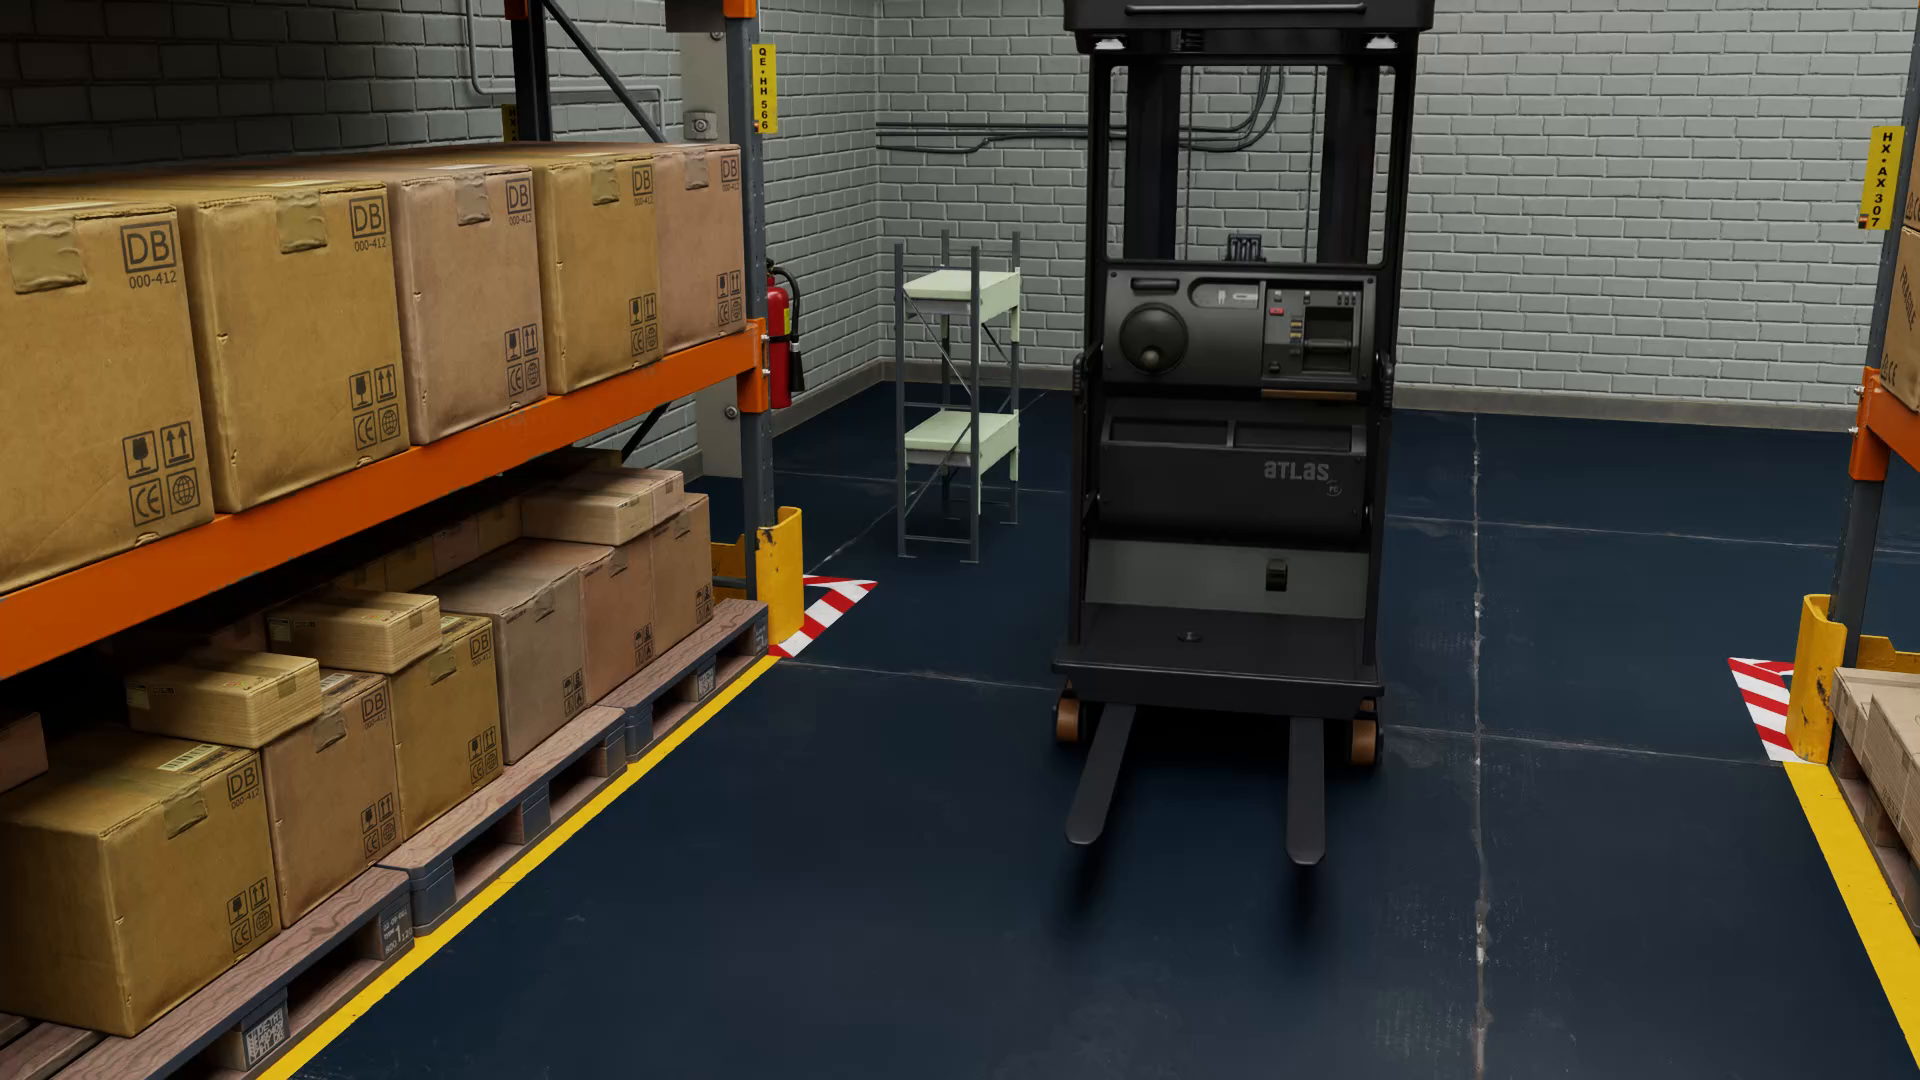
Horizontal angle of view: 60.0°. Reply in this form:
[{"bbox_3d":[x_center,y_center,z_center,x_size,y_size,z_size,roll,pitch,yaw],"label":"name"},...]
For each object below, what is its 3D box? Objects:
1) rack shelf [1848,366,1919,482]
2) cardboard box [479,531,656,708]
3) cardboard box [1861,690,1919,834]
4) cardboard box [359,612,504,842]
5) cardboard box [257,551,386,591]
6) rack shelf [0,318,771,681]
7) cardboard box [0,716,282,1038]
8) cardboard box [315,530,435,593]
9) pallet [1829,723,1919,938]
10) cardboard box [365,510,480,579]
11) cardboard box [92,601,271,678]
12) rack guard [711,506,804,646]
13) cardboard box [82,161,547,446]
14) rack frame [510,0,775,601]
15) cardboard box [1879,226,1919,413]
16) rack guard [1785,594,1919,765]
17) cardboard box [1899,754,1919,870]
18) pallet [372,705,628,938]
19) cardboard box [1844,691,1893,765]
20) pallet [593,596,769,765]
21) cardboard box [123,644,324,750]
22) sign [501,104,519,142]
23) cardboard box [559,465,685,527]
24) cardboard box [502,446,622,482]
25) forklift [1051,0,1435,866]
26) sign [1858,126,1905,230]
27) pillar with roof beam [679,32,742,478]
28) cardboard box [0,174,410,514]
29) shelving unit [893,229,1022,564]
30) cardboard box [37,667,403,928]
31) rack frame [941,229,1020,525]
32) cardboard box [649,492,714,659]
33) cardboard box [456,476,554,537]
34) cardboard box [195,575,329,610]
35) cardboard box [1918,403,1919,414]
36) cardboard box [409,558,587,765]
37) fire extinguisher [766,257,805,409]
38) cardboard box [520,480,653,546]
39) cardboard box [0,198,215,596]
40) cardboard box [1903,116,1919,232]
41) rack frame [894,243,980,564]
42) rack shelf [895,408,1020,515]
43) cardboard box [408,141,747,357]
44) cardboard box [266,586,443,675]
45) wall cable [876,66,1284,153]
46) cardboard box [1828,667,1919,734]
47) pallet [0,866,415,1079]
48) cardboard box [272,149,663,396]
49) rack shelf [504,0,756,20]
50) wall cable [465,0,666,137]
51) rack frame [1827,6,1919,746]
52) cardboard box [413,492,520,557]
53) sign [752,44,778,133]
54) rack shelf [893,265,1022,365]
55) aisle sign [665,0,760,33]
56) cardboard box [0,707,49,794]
[{"bbox_3d":[2.921,0.163,3.576,1.077,0.370,4.000,5,16,16],"label":"rack shelf"},{"bbox_3d":[-1.506,0.233,5.823,0.700,0.500,0.500,5,16,16],"label":"cardboard box"},{"bbox_3d":[2.921,0.656,4.753,0.500,0.250,0.500,5,16,16],"label":"cardboard box"},{"bbox_3d":[-1.793,0.504,4.865,0.700,0.500,0.500,5,17,17],"label":"cardboard box"},{"bbox_3d":[-1.951,0.140,4.963,0.380,0.149,0.250,4,16,15],"label":"cardboard box"},{"bbox_3d":[-1.830,-0.220,4.927,1.077,0.370,4.000,5,16,16],"label":"rack shelf"},{"bbox_3d":[-2.087,0.770,3.930,0.700,0.500,0.500,5,17,17],"label":"cardboard box"},{"bbox_3d":[-1.879,0.073,5.196,0.380,0.149,0.250,5,17,16],"label":"cardboard box"},{"bbox_3d":[3.242,0.864,4.898,1.003,0.211,1.213,5,16,16],"label":"pallet"},{"bbox_3d":[-1.807,0.006,5.433,0.380,0.149,0.250,5,17,17],"label":"cardboard box"},{"bbox_3d":[-2.097,0.273,4.492,0.380,0.149,0.250,4,16,14],"label":"cardboard box"},{"bbox_3d":[-1.254,0.107,7.037,1.175,0.500,0.348,5,16,16],"label":"rack guard"},{"bbox_3d":[-1.818,-0.710,4.785,0.980,0.700,0.700,4,16,13],"label":"cardboard box"},{"bbox_3d":[-1.261,-1.090,6.674,1.000,3.000,0.127,5,16,16],"label":"rack frame"},{"bbox_3d":[3.110,-0.659,4.972,0.500,0.500,0.500,5,17,17],"label":"cardboard box"},{"bbox_3d":[3.468,0.516,5.594,1.175,0.500,0.348,5,16,16],"label":"rack guard"},{"bbox_3d":[2.779,0.787,4.292,0.500,0.250,0.500,5,16,16],"label":"cardboard box"},{"bbox_3d":[-1.762,0.785,5.174,1.003,0.211,1.213,5,16,16],"label":"pallet"},{"bbox_3d":[2.970,0.593,5.127,0.380,0.166,0.250,5,16,16],"label":"cardboard box"},{"bbox_3d":[-1.413,0.467,6.295,1.003,0.211,1.213,5,16,16],"label":"pallet"},{"bbox_3d":[-1.815,0.382,4.107,0.380,0.149,0.250,5,17,18],"label":"cardboard box"},{"bbox_3d":[-1.792,-1.589,6.702,0.100,0.325,0.005,5,16,16],"label":"sign"},{"bbox_3d":[-1.226,-0.162,6.028,0.380,0.149,0.250,4,16,15],"label":"cardboard box"},{"bbox_3d":[-1.520,-0.258,6.366,0.380,0.149,0.250,5,17,16],"label":"cardboard box"},{"bbox_3d":[0.931,-0.750,5.601,1.130,2.935,3.031,3,16,11],"label":"forklift"},{"bbox_3d":[2.969,-1.165,5.353,0.100,0.325,0.005,5,16,16],"label":"sign"},{"bbox_3d":[2.804,-4.415,7.405,9.100,9.000,0.400,5,16,16],"label":"pillar with roof beam"},{"bbox_3d":[-2.015,-0.519,4.111,0.980,0.700,0.700,4,16,14],"label":"cardboard box"},{"bbox_3d":[-0.002,-0.720,8.119,0.431,1.500,0.755,5,16,16],"label":"shelving unit"},{"bbox_3d":[-1.941,0.639,4.392,0.700,0.500,0.500,4,16,15],"label":"cardboard box"},{"bbox_3d":[0.102,-0.816,8.456,0.400,1.500,0.023,5,16,16],"label":"rack frame"},{"bbox_3d":[-1.364,0.102,6.284,0.700,0.500,0.500,5,16,16],"label":"cardboard box"},{"bbox_3d":[-1.664,-0.126,5.898,0.380,0.149,0.250,5,16,16],"label":"cardboard box"},{"bbox_3d":[-2.024,0.207,4.724,0.380,0.149,0.250,5,17,16],"label":"cardboard box"},{"bbox_3d":[2.969,-0.523,4.495,0.500,0.500,0.500,4,16,15],"label":"cardboard box"},{"bbox_3d":[-1.649,0.364,5.359,0.700,0.500,0.500,4,16,14],"label":"cardboard box"},{"bbox_3d":[-0.776,-0.877,6.748,0.296,0.674,0.183,5,16,16],"label":"fire extinguisher"},{"bbox_3d":[-1.298,-0.096,5.792,0.380,0.149,0.250,5,17,17],"label":"cardboard box"},{"bbox_3d":[-2.228,-0.328,3.439,0.980,0.700,0.700,5,17,17],"label":"cardboard box"},{"bbox_3d":[3.110,-1.140,4.836,0.500,0.500,0.500,5,17,18],"label":"cardboard box"},{"bbox_3d":[-0.106,-0.624,7.781,0.400,1.500,0.023,5,16,16],"label":"rack frame"},{"bbox_3d":[-0.002,-0.406,8.208,0.431,0.370,0.720,5,16,16],"label":"rack shelf"},{"bbox_3d":[-1.397,-1.100,6.160,0.980,0.700,0.700,5,17,18],"label":"cardboard box"},{"bbox_3d":[-1.667,0.246,4.589,0.380,0.149,0.250,4,16,14],"label":"cardboard box"},{"bbox_3d":[0.689,-3.934,11.398,3.097,2.526,0.112,5,16,16],"label":"wall cable"},{"bbox_3d":[3.041,0.536,5.360,0.380,0.149,0.250,5,16,16],"label":"cardboard box"},{"bbox_3d":[-2.107,1.106,4.045,1.003,0.211,1.213,5,16,16],"label":"pallet"},{"bbox_3d":[-1.593,-0.908,5.485,0.980,0.700,0.700,4,16,15],"label":"cardboard box"},{"bbox_3d":[-1.830,-1.663,4.518,1.077,0.370,4.000,5,16,16],"label":"rack shelf"},{"bbox_3d":[-1.804,-1.987,7.975,0.084,1.984,1.851,5,16,16],"label":"wall cable"},{"bbox_3d":[3.489,-0.706,5.323,1.000,3.000,0.127,5,16,16],"label":"rack frame"},{"bbox_3d":[-1.735,-0.060,5.668,0.380,0.149,0.250,5,17,16],"label":"cardboard box"},{"bbox_3d":[-0.745,-1.715,6.322,0.100,0.325,0.005,5,16,16],"label":"sign"},{"bbox_3d":[-0.002,-1.095,8.012,0.431,0.370,0.720,5,16,16],"label":"rack shelf"},{"bbox_3d":[-0.953,-2.336,6.303,0.394,0.787,0.004,5,16,16],"label":"aisle sign"},{"bbox_3d":[-2.319,0.480,3.762,0.380,0.149,0.250,5,16,16],"label":"cardboard box"}]
